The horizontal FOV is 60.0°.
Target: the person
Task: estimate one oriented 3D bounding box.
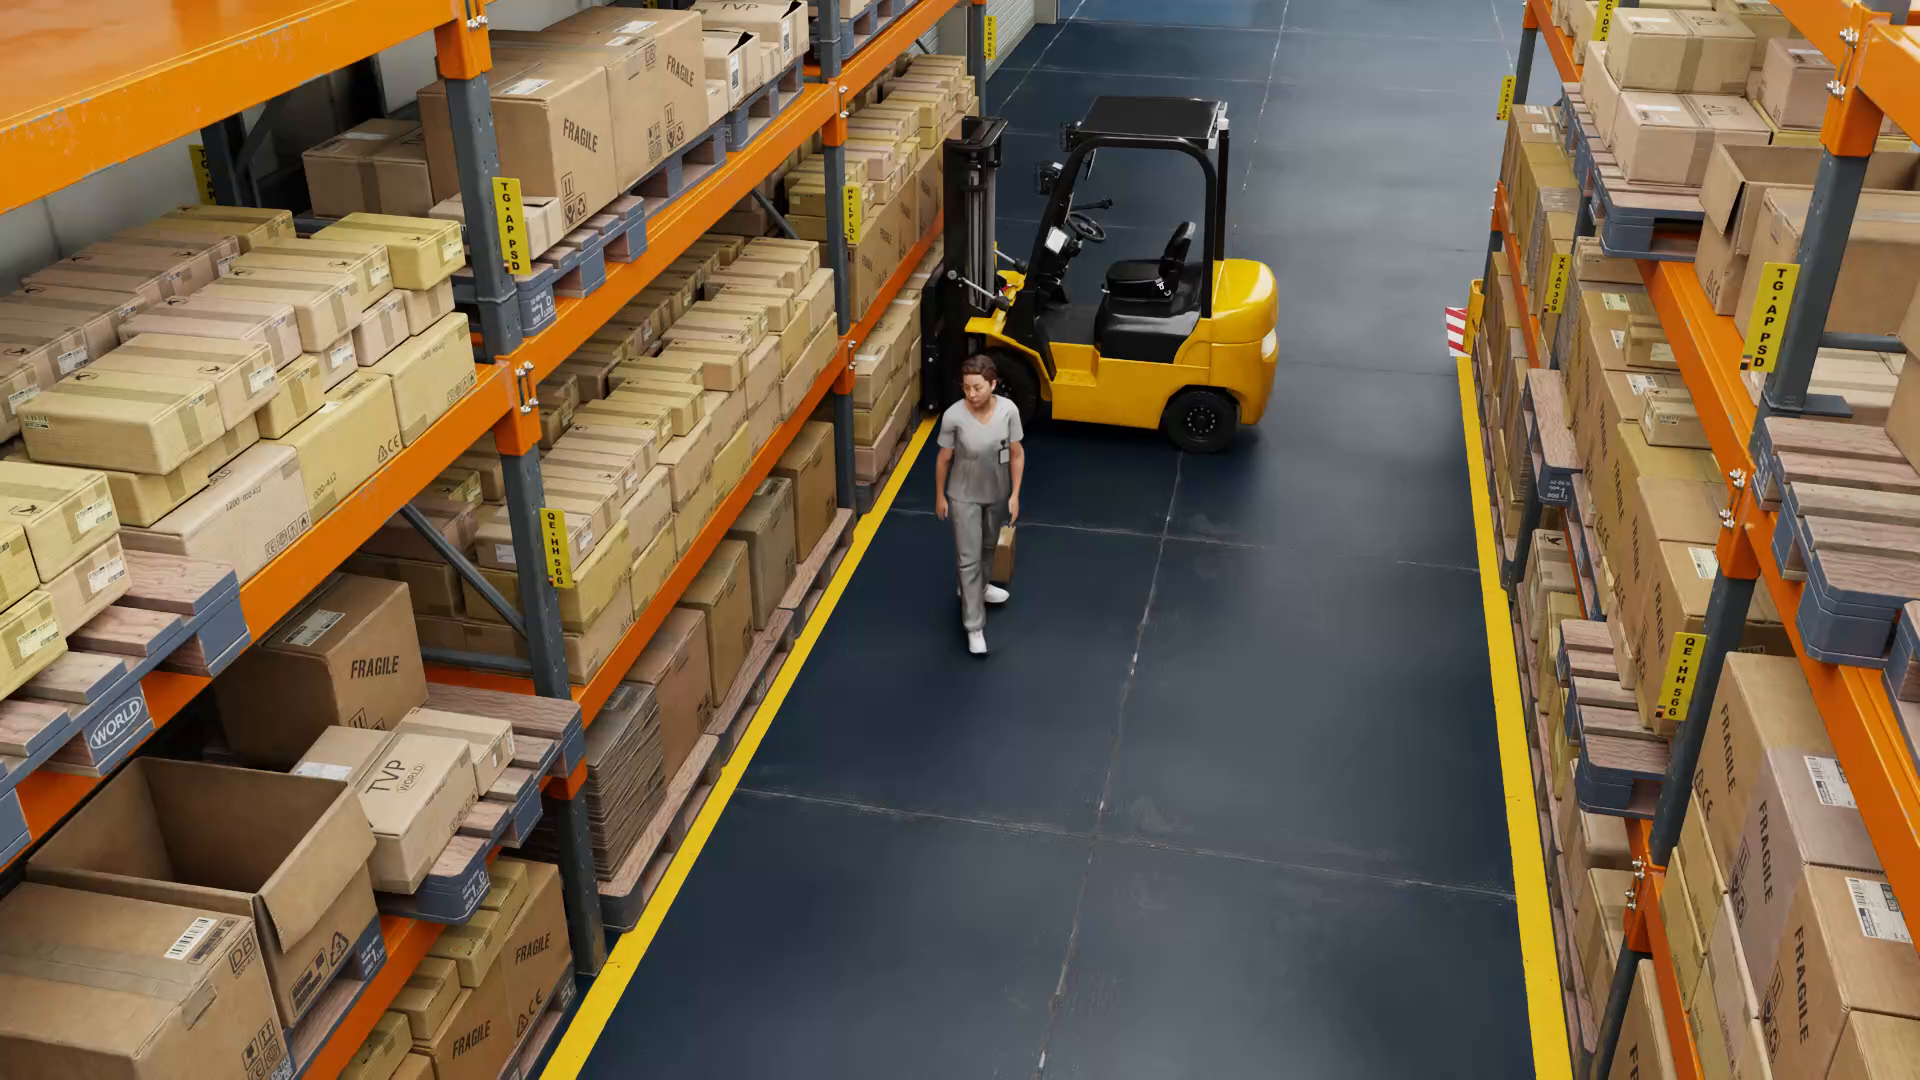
[{"bbox_3d":[0.111,-0.247,9.051,0.484,1.662,0.701,-10,30,-17],"label":"person"}]
